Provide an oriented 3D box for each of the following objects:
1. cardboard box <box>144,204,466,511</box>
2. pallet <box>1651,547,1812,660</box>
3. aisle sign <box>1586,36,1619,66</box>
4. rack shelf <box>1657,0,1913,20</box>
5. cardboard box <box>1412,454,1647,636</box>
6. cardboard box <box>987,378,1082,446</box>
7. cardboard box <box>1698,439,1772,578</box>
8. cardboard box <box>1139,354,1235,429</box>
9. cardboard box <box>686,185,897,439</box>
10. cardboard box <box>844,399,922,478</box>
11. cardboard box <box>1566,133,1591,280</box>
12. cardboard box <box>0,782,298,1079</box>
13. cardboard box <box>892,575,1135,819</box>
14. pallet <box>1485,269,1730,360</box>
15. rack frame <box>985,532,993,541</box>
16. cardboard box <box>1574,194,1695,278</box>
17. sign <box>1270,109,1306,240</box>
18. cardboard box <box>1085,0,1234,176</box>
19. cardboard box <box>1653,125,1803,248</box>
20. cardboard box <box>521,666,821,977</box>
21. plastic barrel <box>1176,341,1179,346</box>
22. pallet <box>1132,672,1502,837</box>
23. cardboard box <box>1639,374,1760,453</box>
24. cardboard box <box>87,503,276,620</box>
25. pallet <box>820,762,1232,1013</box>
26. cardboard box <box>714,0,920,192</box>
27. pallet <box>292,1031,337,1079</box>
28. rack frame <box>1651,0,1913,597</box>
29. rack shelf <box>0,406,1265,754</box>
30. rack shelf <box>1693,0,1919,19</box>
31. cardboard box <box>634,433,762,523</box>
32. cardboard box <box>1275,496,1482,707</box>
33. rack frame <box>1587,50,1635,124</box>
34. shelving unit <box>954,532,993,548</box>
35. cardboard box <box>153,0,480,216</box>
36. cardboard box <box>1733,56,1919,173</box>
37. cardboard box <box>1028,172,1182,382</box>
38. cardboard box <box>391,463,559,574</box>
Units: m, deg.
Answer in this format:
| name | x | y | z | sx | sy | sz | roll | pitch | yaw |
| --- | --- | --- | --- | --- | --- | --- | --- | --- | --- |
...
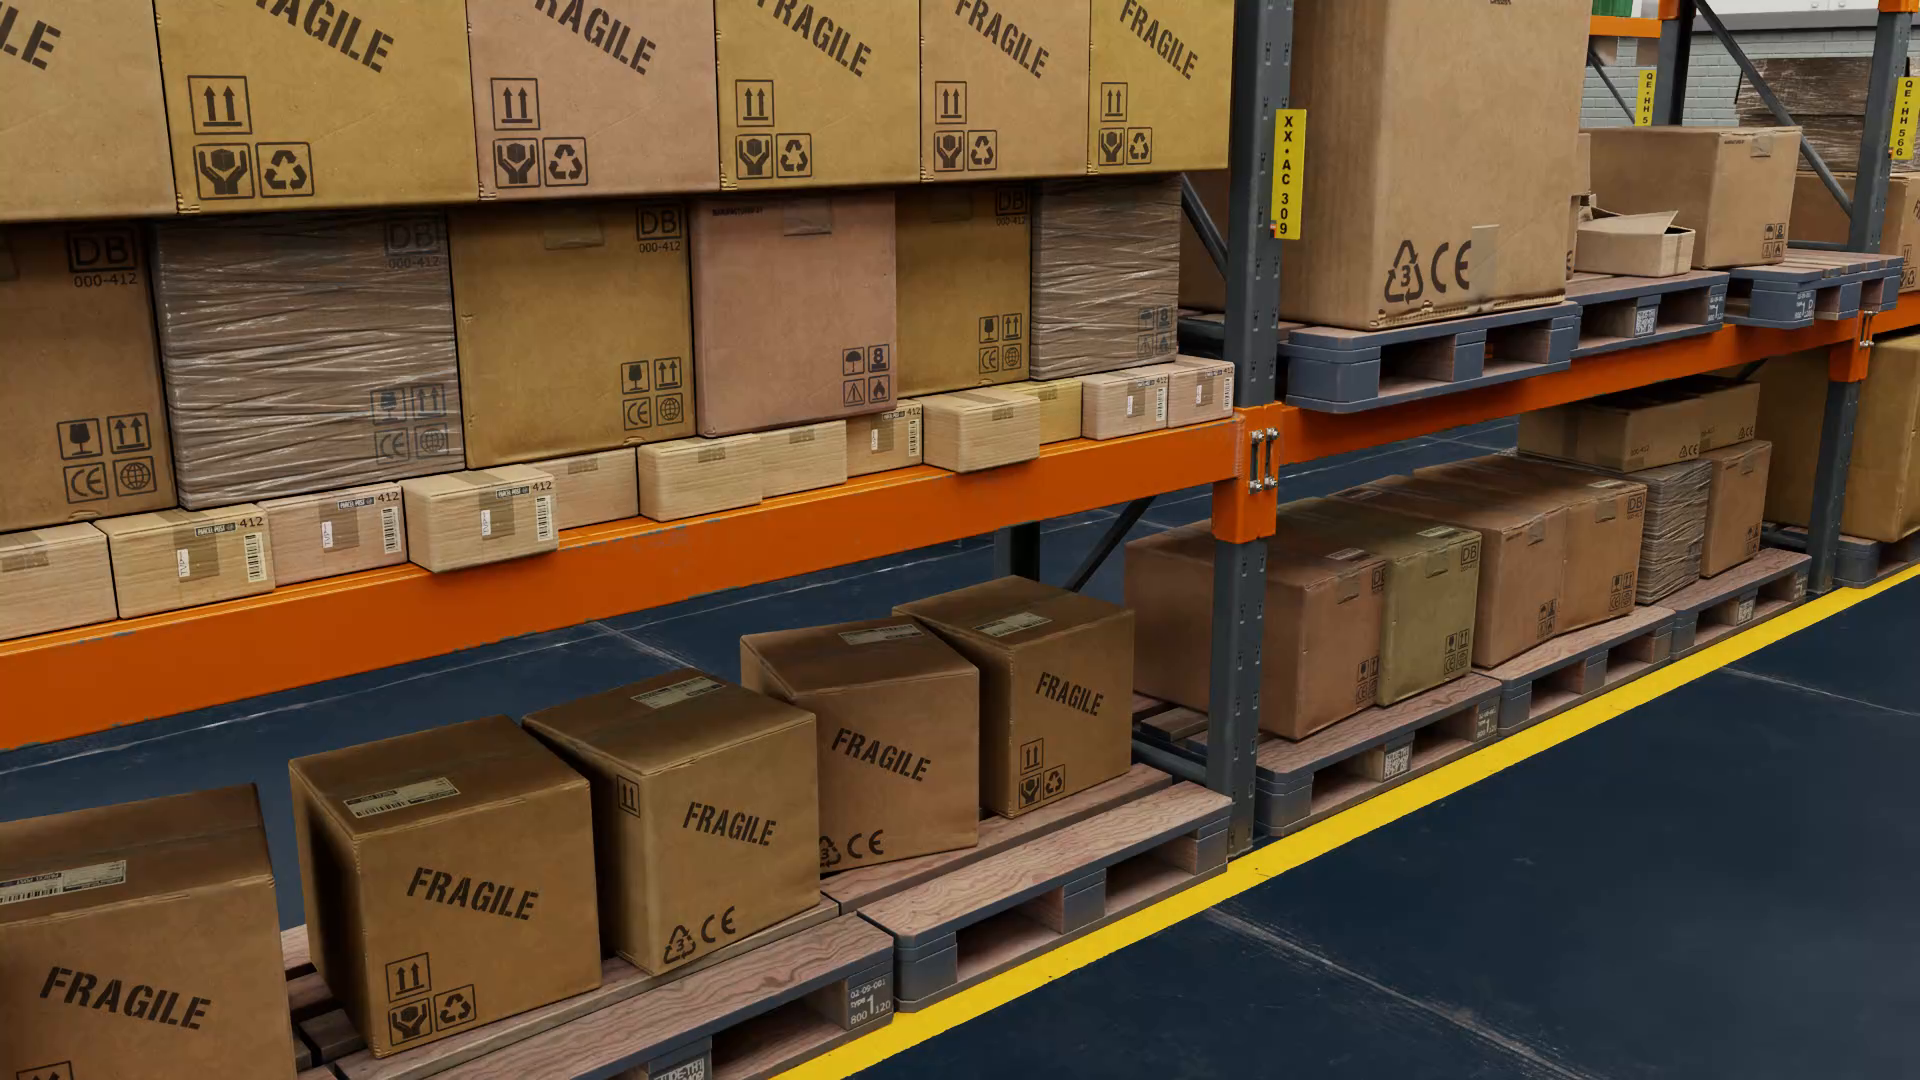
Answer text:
| name | x | y | z | sx | sy | sz | roll | pitch | yaw |
| --- | --- | --- | --- | --- | --- | --- | --- | --- | --- |
| cardboard box | -1.400 | -0.415 | 3.221 | 0.500 | 0.500 | 0.875 | -13 | 19 | -39 |
| pallet | 2.908 | 0.173 | 7.192 | 1.213 | 0.211 | 1.003 | -13 | 19 | -39 |
| aisle sign | 6.141 | -4.951 | 15.937 | 0.004 | 0.787 | 0.394 | -13 | 19 | -39 |
| rack shelf | 1.989 | -2.069 | 5.764 | 4.000 | 0.370 | 1.077 | -13 | 19 | -39 |
| cardboard box | 2.173 | 0.000 | 6.427 | 0.500 | 0.500 | 0.700 | -11 | 18 | -35 |
| cardboard box | 0.088 | -0.342 | 4.205 | 0.250 | 0.149 | 0.380 | -13 | 19 | -39 |
| cardboard box | 3.006 | -0.193 | 7.153 | 0.500 | 0.500 | 0.700 | -14 | 20 | -42 |
| cardboard box | 0.511 | -0.413 | 4.471 | 0.250 | 0.149 | 0.380 | -13 | 19 | -39 |
| cardboard box | -0.611 | -0.574 | 3.816 | 0.500 | 0.500 | 0.875 | -13 | 19 | -39 |
| cardboard box | -0.302 | -0.261 | 3.903 | 0.250 | 0.149 | 0.380 | -13 | 19 | -39 |
| cardboard box | 1.728 | -1.193 | 5.889 | 0.637 | 0.503 | 0.797 | -10 | 18 | -34 |
| cardboard box | -1.626 | 0.844 | 3.309 | 0.500 | 0.500 | 0.500 | -7 | 17 | -25 |
| cardboard box | 0.153 | 0.436 | 4.834 | 0.500 | 0.500 | 0.500 | -13 | 20 | -41 |
| pallet | 2.032 | -0.870 | 6.066 | 1.213 | 0.211 | 1.003 | -13 | 19 | -39 |
| rack frame | 0.083 | -0.453 | 8.203 | 0.006 | 0.900 | 0.240 | -13 | 19 | -39 |
| cardboard box | 2.417 | -1.109 | 6.035 | 0.258 | 0.266 | 0.396 | -13 | 20 | -41 |
| sign | 0.843 | -0.942 | 4.287 | 0.005 | 0.325 | 0.100 | -13 | 19 | -39 |
| cardboard box | 0.322 | -1.174 | 4.123 | 0.500 | 0.500 | 0.500 | -13 | 19 | -39 |
| cardboard box | 3.117 | -1.458 | 6.888 | 0.500 | 0.500 | 0.500 | 13 | 20 | 40 |
| cardboard box | -0.691 | 0.655 | 4.014 | 0.500 | 0.500 | 0.500 | 14 | 20 | 42 |
| plastic barrel | 1.457 | -1.585 | 12.232 | 0.708 | 0.588 | 0.600 | -13 | 19 | -39 |
| pallet | 1.067 | 0.587 | 5.644 | 1.213 | 0.211 | 1.003 | -13 | 19 | -39 |
| cardboard box | 3.012 | -0.554 | 7.049 | 0.500 | 0.250 | 0.500 | -12 | 19 | -37 |
| cardboard box | -1.398 | 0.003 | 2.912 | 0.250 | 0.149 | 0.380 | -13 | 19 | -39 |
| pallet | -0.003 | 0.840 | 4.698 | 1.213 | 0.211 | 1.003 | -13 | 19 | -39 |
| cardboard box | -0.432 | -1.004 | 3.489 | 0.500 | 0.500 | 0.500 | -13 | 19 | -39 |
| pallet | -1.844 | 1.253 | 3.150 | 1.213 | 0.211 | 1.003 | -13 | 19 | -39 |
| rack frame | 3.498 | -1.306 | 7.326 | 0.127 | 3.000 | 1.000 | -13 | 19 | -39 |
| rack shelf | -1.028 | 0.058 | 3.614 | 4.000 | 0.370 | 1.077 | -13 | 19 | -39 |
| rack shelf | 5.007 | -2.746 | 8.301 | 4.000 | 0.370 | 1.077 | -13 | 19 | -39 |
| cardboard box | -0.630 | -0.162 | 3.531 | 0.250 | 0.149 | 0.380 | -13 | 19 | -39 |
| cardboard box | 1.330 | 0.190 | 5.718 | 0.500 | 0.500 | 0.700 | -13 | 20 | -40 |
| rack frame | 6.282 | -3.625 | 16.010 | 0.127 | 3.000 | 1.000 | -13 | 19 | -39 |
| shelving unit | 0.006 | -0.436 | 8.139 | 0.210 | 0.900 | 0.258 | -13 | 19 | -39 |
| cardboard box | -1.185 | -0.834 | 2.853 | 0.500 | 0.500 | 0.500 | -13 | 19 | -39 |
| cardboard box | 4.060 | -1.960 | 7.636 | 0.637 | 0.503 | 0.797 | -12 | 19 | -38 |
| cardboard box | 0.100 | -0.756 | 4.498 | 0.500 | 0.500 | 0.875 | -13 | 19 | -39 |
| cardboard box | -0.970 | -0.066 | 3.173 | 0.250 | 0.149 | 0.380 | -13 | 19 | -39 |
